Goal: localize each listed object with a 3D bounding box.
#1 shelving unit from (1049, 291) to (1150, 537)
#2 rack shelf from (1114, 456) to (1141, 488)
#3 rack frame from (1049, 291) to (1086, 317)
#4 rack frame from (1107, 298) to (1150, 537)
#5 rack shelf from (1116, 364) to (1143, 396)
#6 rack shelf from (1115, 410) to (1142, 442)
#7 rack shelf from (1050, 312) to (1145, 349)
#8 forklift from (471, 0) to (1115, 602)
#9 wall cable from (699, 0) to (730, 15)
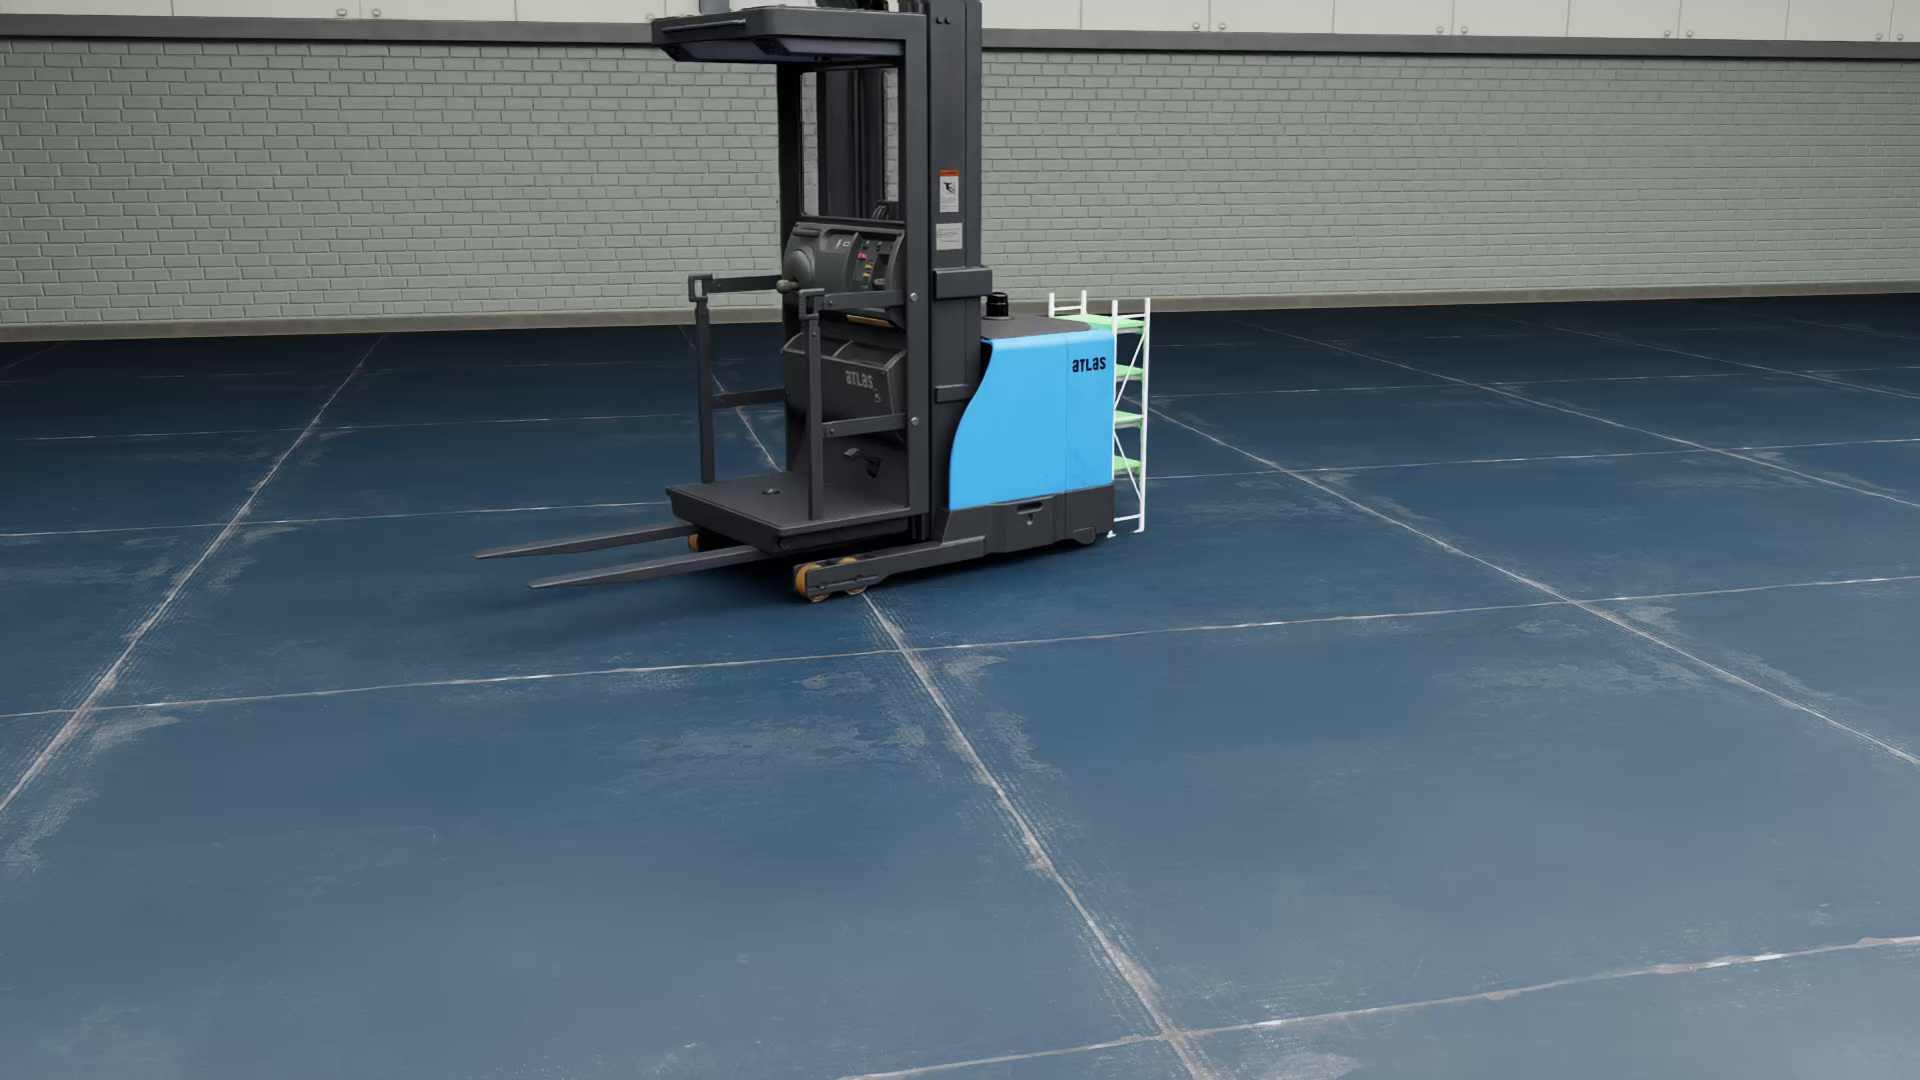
[{"bbox_3d":[0.707,-0.662,8.607,0.258,1.200,0.503,-10,17,-35],"label":"shelving unit"},{"bbox_3d":[0.707,-0.366,8.679,0.258,0.148,0.480,-10,17,-35],"label":"rack shelf"},{"bbox_3d":[0.562,-0.708,8.797,0.240,1.200,0.015,-10,17,-35],"label":"rack frame"},{"bbox_3d":[0.853,-0.615,8.417,0.240,1.200,0.015,-10,17,-35],"label":"rack frame"},{"bbox_3d":[0.707,-0.833,8.565,0.258,0.148,0.480,-10,17,-35],"label":"rack shelf"},{"bbox_3d":[0.707,-0.600,8.622,0.258,0.148,0.480,-10,17,-35],"label":"rack shelf"},{"bbox_3d":[0.707,-1.066,8.508,0.258,0.148,0.480,-10,17,-35],"label":"rack shelf"},{"bbox_3d":[-0.711,-1.294,7.548,3.031,2.935,1.130,-10,17,-35],"label":"forklift"},{"bbox_3d":[-1.572,-8.419,16.761,2.305,6.003,0.169,-3,14,-13],"label":"wall cable"}]
